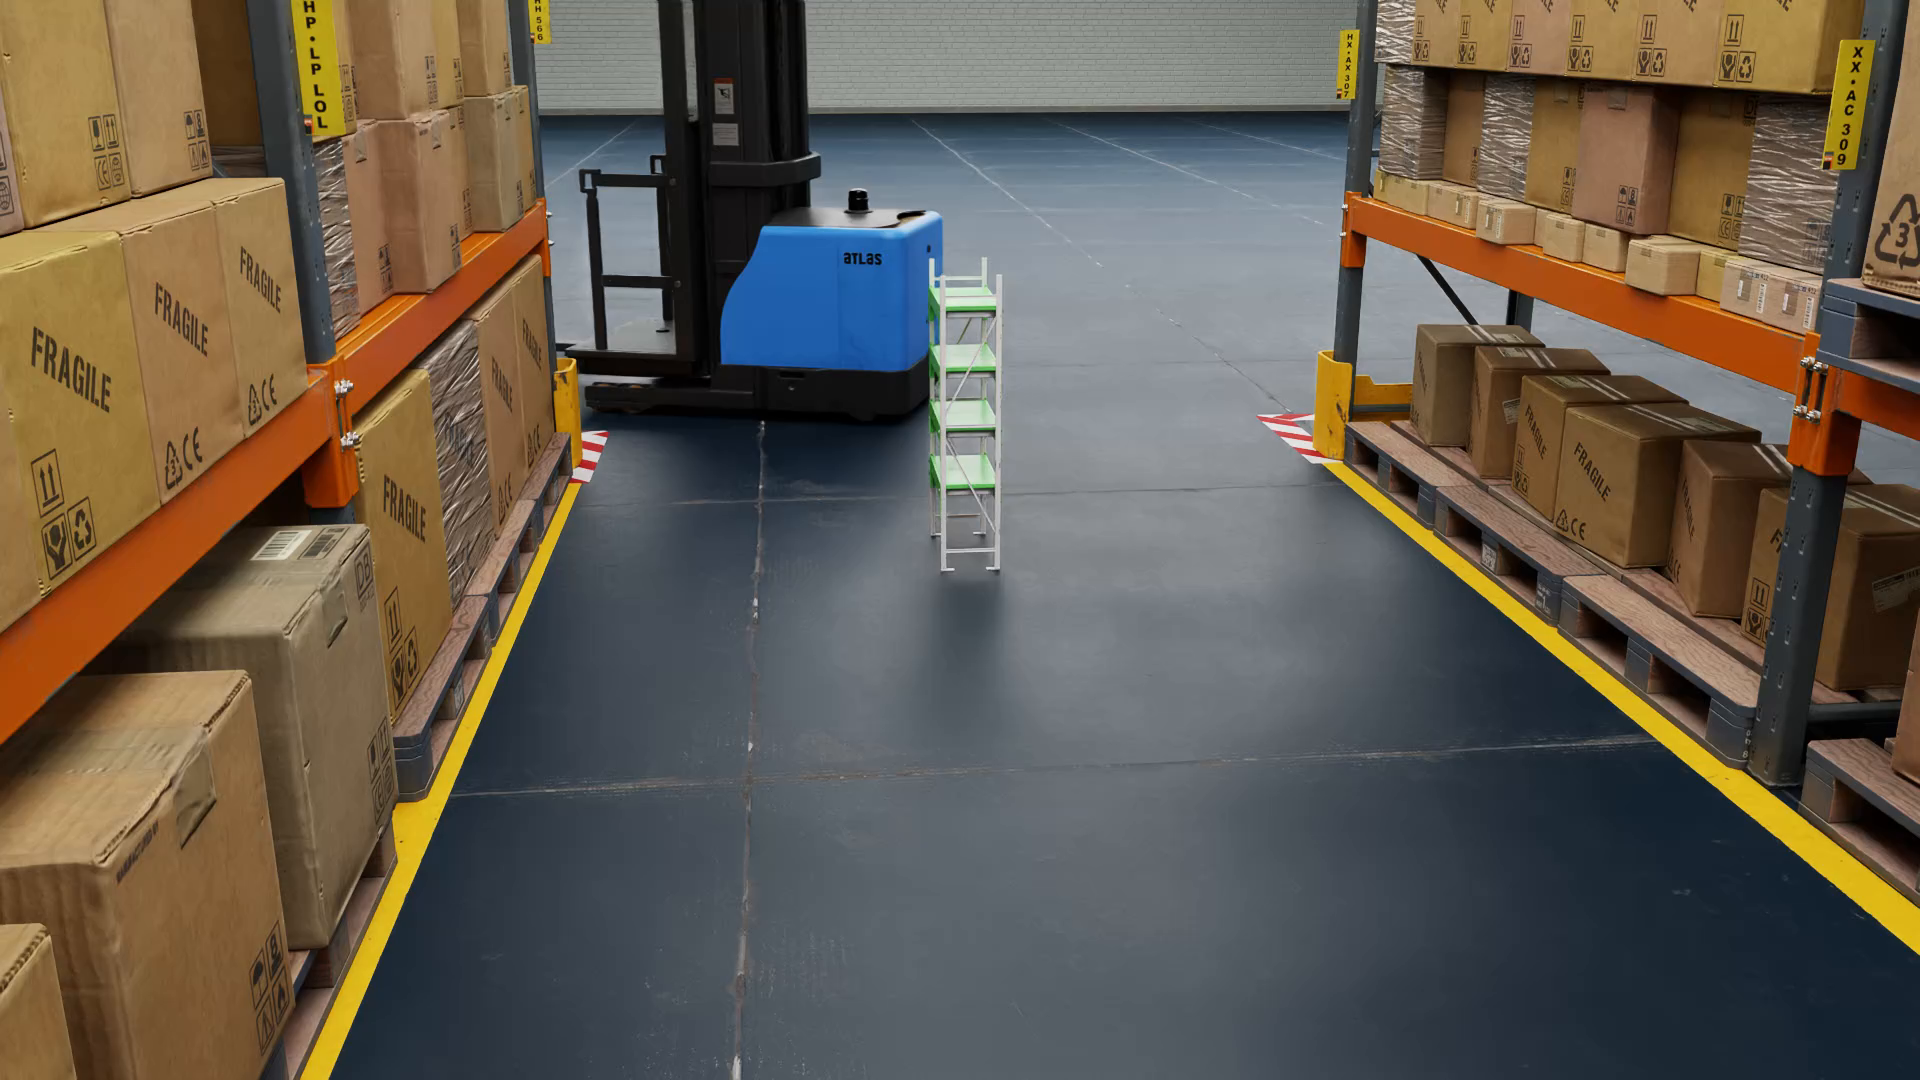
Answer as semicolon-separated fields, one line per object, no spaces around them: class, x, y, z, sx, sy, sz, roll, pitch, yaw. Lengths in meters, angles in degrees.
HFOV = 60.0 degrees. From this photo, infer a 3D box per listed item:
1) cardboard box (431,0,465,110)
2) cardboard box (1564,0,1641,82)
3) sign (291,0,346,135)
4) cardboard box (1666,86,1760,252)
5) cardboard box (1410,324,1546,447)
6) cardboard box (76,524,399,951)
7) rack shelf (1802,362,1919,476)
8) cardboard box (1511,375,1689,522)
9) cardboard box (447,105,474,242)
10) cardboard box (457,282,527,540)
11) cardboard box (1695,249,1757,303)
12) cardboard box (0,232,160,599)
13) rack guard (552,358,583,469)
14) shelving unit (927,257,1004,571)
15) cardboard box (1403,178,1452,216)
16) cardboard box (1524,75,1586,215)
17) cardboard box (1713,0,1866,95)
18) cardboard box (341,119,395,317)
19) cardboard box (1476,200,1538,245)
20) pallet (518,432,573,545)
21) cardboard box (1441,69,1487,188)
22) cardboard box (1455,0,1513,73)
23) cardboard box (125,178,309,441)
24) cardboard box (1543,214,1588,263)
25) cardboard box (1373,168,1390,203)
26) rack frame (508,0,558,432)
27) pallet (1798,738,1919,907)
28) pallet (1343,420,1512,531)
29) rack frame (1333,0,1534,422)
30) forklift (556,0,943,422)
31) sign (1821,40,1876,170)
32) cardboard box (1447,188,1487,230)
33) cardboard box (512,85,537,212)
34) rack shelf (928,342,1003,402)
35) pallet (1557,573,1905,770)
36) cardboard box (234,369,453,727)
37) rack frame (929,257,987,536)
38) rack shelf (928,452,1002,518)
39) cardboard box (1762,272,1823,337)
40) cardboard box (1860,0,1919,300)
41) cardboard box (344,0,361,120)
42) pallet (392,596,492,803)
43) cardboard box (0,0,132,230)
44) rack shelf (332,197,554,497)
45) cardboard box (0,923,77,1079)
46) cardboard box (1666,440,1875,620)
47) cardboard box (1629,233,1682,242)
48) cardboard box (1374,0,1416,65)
cardboard box;-2.251;-1.793;5.827;0.875;0.550;0.500;-2;18;-6
cardboard box;2.427;-1.825;5.651;0.500;0.500;0.500;-2;18;-6
sign;-1.555;-1.147;4.020;0.100;0.325;0.005;-2;18;-6
cardboard box;2.849;-1.211;5.363;0.875;0.500;0.500;-2;18;-6
cardboard box;2.485;-0.748;8.025;0.500;0.500;0.500;1;17;5
cardboard box;-1.940;0.443;3.813;1.050;0.750;0.750;-2;18;-6
rack shelf;3.056;0.204;2.721;1.077;0.370;4.000;-2;18;-6
cardboard box;2.627;-0.384;6.865;0.500;0.500;0.500;0;17;0
cardboard box;-2.412;-1.432;6.482;0.875;0.550;0.550;-2;18;-6
cardboard box;-2.278;-0.529;6.699;0.875;0.875;0.875;-2;18;-7
cardboard box;2.553;-0.822;5.206;0.380;0.149;0.250;-2;18;-6
cardboard box;-1.670;-0.212;2.676;0.500;0.500;0.500;-2;17;-5
rack guard;-2.509;-0.618;8.313;1.175;0.500;0.348;-2;18;-6
shelving unit;0.017;-0.523;6.840;0.258;1.200;0.503;-2;18;-6
cardboard box;2.247;-1.565;7.573;0.380;0.149;0.250;-2;18;-6
cardboard box;2.687;-1.507;6.306;0.875;0.500;0.500;-2;18;-6
cardboard box;2.530;-1.528;4.702;0.500;0.500;0.500;-2;18;-6
cardboard box;-2.223;-0.956;4.966;0.875;0.550;0.550;-2;18;-6
cardboard box;2.288;-1.265;6.618;0.380;0.149;0.250;-2;18;-6
pallet;-2.346;-0.238;7.582;1.003;0.211;1.213;-2;18;-6
cardboard box;2.638;-1.807;7.261;0.875;0.500;0.500;-2;18;-6
cardboard box;2.321;-2.123;6.600;0.500;0.500;0.500;-2;18;-6
cardboard box;-1.774;-0.513;3.635;0.500;0.500;0.500;-2;18;-6
cardboard box;2.396;-1.118;6.149;0.380;0.149;0.250;-2;18;-6
cardboard box;2.230;-1.715;8.051;0.380;0.149;0.250;-2;18;-6
rack frame;-2.506;-1.804;7.915;1.000;3.000;0.127;-2;18;-6
pallet;2.932;0.827;4.190;1.003;0.211;1.213;-2;18;-6
pallet;2.494;-0.331;7.879;1.003;0.211;1.213;-2;18;-6
rack frame;2.438;-1.927;8.307;1.000;3.000;0.127;-2;18;-6
forklift;-1.660;-2.261;9.487;3.031;2.935;1.130;4;18;12
sign;2.311;-1.129;4.321;0.100;0.325;0.005;-2;18;-6
cardboard box;2.313;-1.416;7.100;0.380;0.149;0.250;-2;18;-6
cardboard box;-2.423;-1.766;7.545;0.875;0.550;0.550;-2;18;-6
rack shelf;0.017;-0.691;6.788;0.258;0.148;0.480;-2;18;-6
pallet;2.746;0.396;5.563;1.003;0.211;1.213;-2;18;-6
cardboard box;-2.089;0.012;4.978;0.875;0.875;0.875;-2;17;-5
rack frame;-0.008;-0.596;7.072;0.240;1.200;0.015;-2;18;-6
rack shelf;0.017;-0.233;6.931;0.258;0.148;0.480;-2;18;-6
cardboard box;2.536;-0.670;4.724;0.380;0.149;0.250;-2;18;-6
cardboard box;2.793;-0.981;3.591;1.000;1.000;1.000;-2;18;-5
cardboard box;-2.270;-1.470;4.799;0.875;0.550;0.550;-2;18;-6
pallet;-2.094;0.489;5.266;1.003;0.211;1.213;-2;18;-6
cardboard box;-1.982;-0.836;2.996;0.700;0.500;0.500;-2;18;-7
rack shelf;-2.300;-0.865;6.125;1.077;0.370;4.000;-2;18;-6
cardboard box;-1.748;1.008;2.013;1.050;0.750;0.750;-2;17;-5
cardboard box;2.782;-0.034;5.749;0.500;0.500;0.500;4;18;12
cardboard box;2.522;-0.971;5.682;0.380;0.149;0.250;-2;18;-6
cardboard box;2.223;-2.421;7.549;0.500;0.500;0.500;-2;18;-6
